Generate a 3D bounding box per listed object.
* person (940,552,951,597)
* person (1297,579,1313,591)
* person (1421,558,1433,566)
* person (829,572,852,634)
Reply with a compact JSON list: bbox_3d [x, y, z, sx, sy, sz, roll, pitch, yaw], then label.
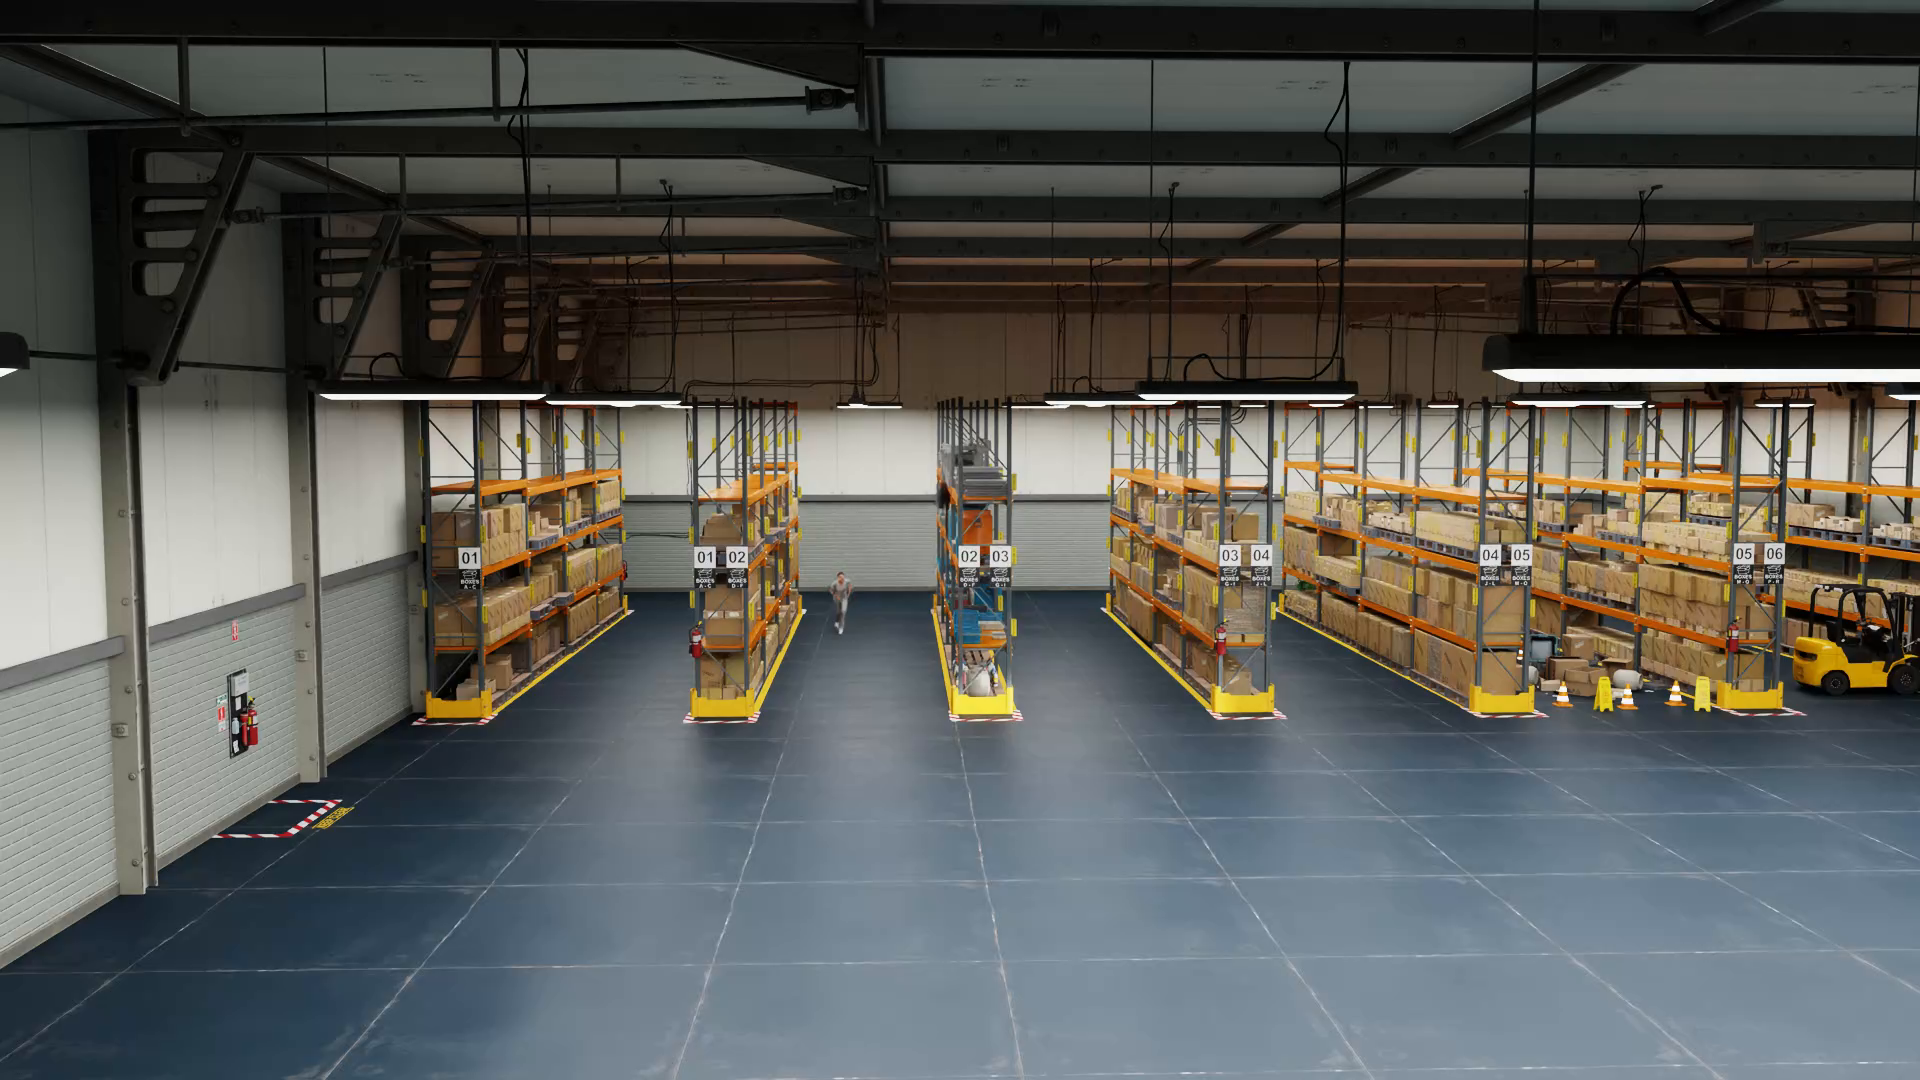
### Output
[{"bbox_3d":[-0.256,0.964,50.066,0.870,1.842,0.674,1,5,18],"label":"person"},{"bbox_3d":[10.223,1.077,48.774,0.669,1.767,0.643,-1,4,-7],"label":"person"},{"bbox_3d":[14.233,1.043,50.621,0.675,1.541,0.537,-1,5,-17],"label":"person"},{"bbox_3d":[-3.122,1.604,43.236,0.598,1.625,1.009,-1,5,-14],"label":"person"}]
